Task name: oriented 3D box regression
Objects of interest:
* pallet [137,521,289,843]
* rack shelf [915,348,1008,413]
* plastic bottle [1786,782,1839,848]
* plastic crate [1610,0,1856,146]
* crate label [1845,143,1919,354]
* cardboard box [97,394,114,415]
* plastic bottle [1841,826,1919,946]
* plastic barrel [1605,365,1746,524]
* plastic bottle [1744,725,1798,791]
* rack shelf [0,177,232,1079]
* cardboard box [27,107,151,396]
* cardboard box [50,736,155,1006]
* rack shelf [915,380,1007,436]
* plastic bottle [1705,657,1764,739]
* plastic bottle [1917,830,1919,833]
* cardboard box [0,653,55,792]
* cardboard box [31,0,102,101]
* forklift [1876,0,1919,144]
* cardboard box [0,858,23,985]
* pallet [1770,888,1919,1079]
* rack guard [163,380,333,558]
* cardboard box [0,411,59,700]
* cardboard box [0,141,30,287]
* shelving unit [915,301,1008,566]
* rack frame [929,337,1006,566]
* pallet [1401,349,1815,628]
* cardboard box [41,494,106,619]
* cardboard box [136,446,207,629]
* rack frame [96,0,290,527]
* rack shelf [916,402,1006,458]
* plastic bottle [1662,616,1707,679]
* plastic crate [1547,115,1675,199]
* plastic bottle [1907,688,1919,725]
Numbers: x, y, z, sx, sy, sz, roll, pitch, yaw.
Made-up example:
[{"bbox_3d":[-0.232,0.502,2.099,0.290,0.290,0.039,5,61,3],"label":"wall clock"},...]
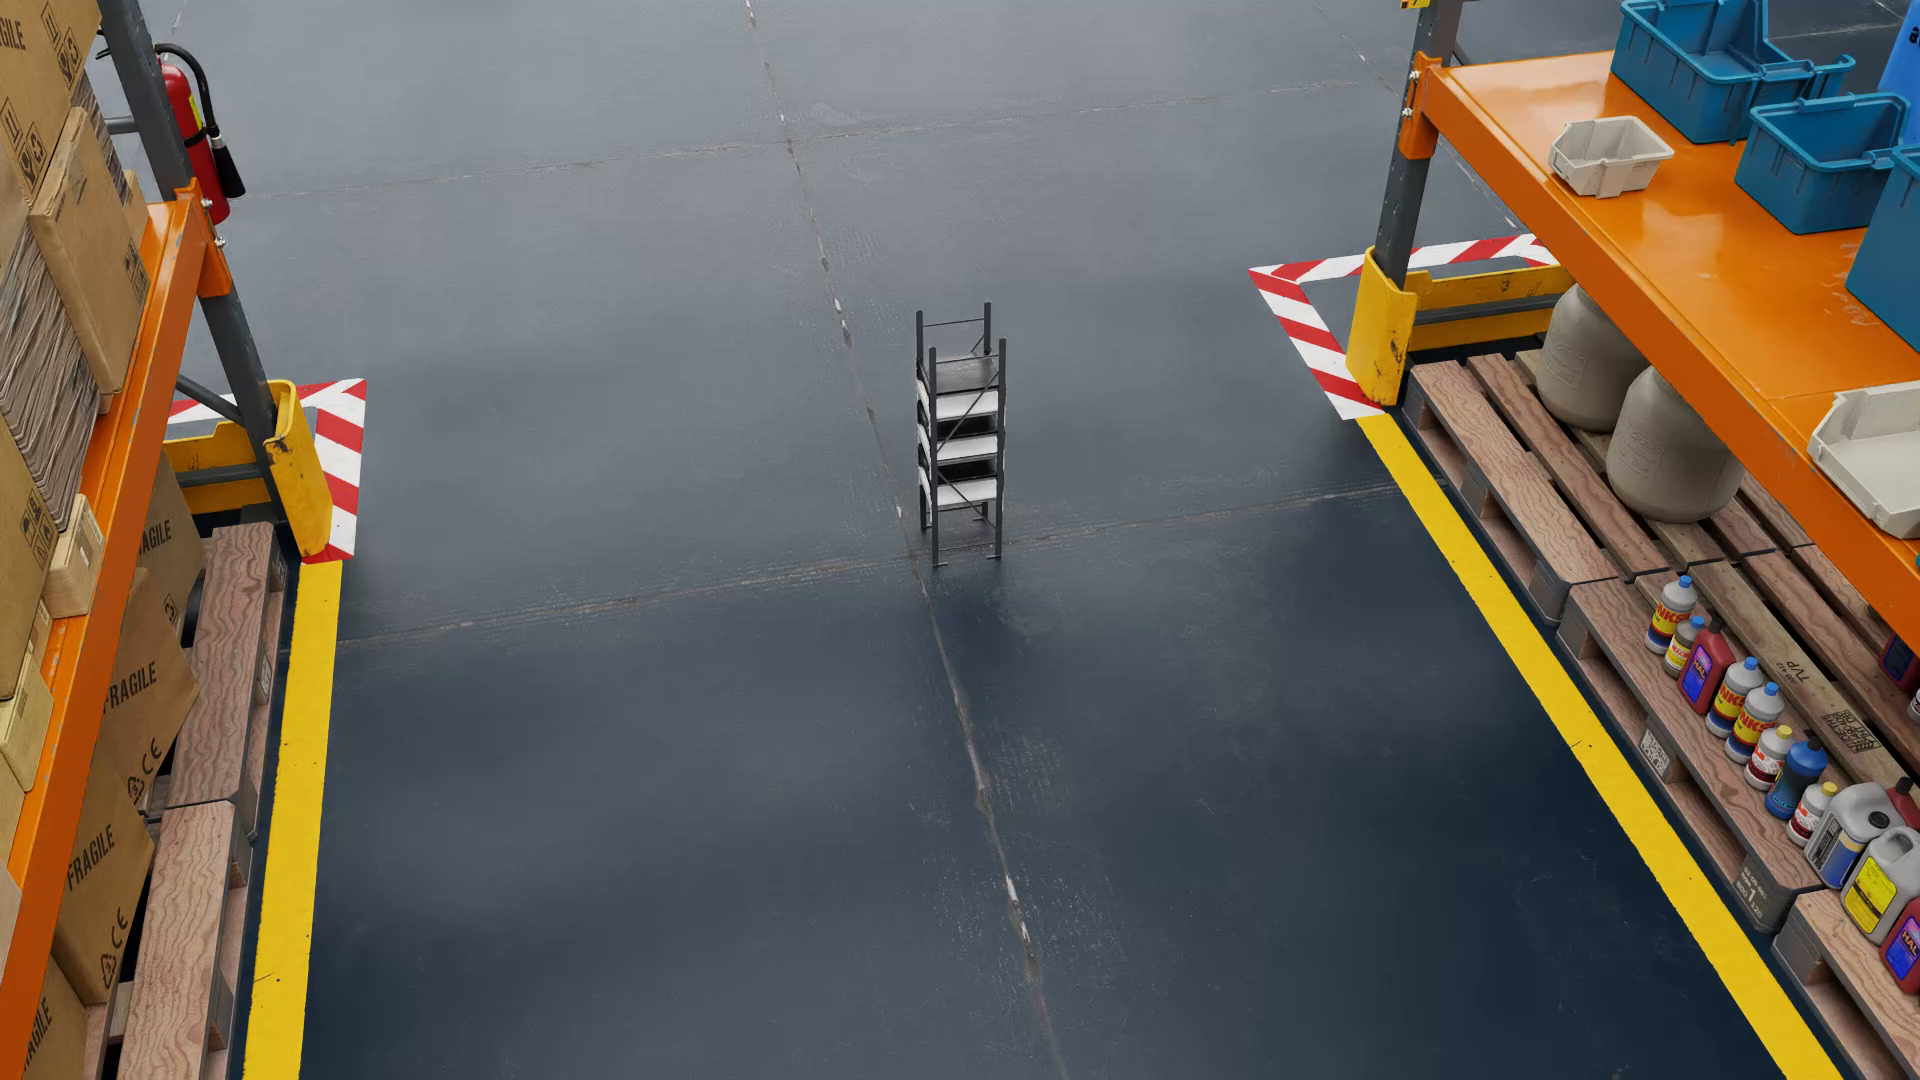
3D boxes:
[{"bbox_3d":[-2.633,0.473,5.058,1.003,0.211,1.213,-8,42,-9],"label":"pallet"},{"bbox_3d":[0.002,-0.508,5.288,0.258,0.077,0.200,-8,42,-9],"label":"rack shelf"},{"bbox_3d":[2.294,0.726,4.449,0.097,0.201,0.097,0,42,0],"label":"plastic bottle"},{"bbox_3d":[2.446,-1.523,5.319,0.499,0.251,0.616,-8,42,-9],"label":"plastic crate"},{"bbox_3d":[2.707,-0.719,4.274,0.502,0.435,0.616,-8,42,-9],"label":"crate label"},{"bbox_3d":[-2.331,-0.421,4.154,0.380,0.149,0.250,-8,42,-9],"label":"cardboard box"},{"bbox_3d":[2.378,0.849,4.199,0.144,0.351,0.185,-9,42,-10],"label":"plastic bottle"},{"bbox_3d":[2.371,-0.347,5.439,0.421,0.512,0.421,0,42,0],"label":"plastic barrel"},{"bbox_3d":[2.250,0.593,4.599,0.097,0.201,0.097,0,42,0],"label":"plastic bottle"},{"bbox_3d":[-2.359,0.415,3.565,1.077,0.370,4.000,-8,42,-9],"label":"rack shelf"},{"bbox_3d":[-2.473,-0.632,3.903,0.875,0.500,0.500,-8,42,-9],"label":"cardboard box"},{"bbox_3d":[-2.393,0.825,4.127,0.500,0.500,0.500,-5,42,-5],"label":"cardboard box"},{"bbox_3d":[0.002,-0.441,5.348,0.258,0.077,0.200,-8,42,-9],"label":"rack shelf"},{"bbox_3d":[2.207,0.437,4.722,0.097,0.271,0.097,0,42,0],"label":"plastic bottle"},{"bbox_3d":[2.472,0.842,4.256,0.061,0.283,0.133,-8,42,-9],"label":"plastic bottle"},{"bbox_3d":[-2.016,0.383,3.248,0.380,0.149,0.250,-8,42,-9],"label":"cardboard box"},{"bbox_3d":[-2.430,-1.352,3.961,0.500,0.500,0.500,-8,42,-9],"label":"cardboard box"},{"bbox_3d":[4.707,-1.657,5.409,1.130,2.935,3.031,-12,43,-13],"label":"forklift"},{"bbox_3d":[-1.879,0.703,2.888,0.380,0.149,0.250,-8,42,-9],"label":"cardboard box"},{"bbox_3d":[2.805,1.334,4.088,1.003,0.211,1.213,-8,42,-9],"label":"pallet"},{"bbox_3d":[-2.774,-0.167,5.561,1.175,0.500,0.348,-8,42,-9],"label":"rack guard"},{"bbox_3d":[-2.311,0.024,3.164,0.875,0.500,0.500,-8,42,-9],"label":"cardboard box"},{"bbox_3d":[-2.211,-0.705,3.232,0.500,0.500,0.500,-8,42,-9],"label":"cardboard box"},{"bbox_3d":[0.002,-0.331,5.445,0.258,0.900,0.210,-8,42,-9],"label":"shelving unit"},{"bbox_3d":[0.024,-0.265,5.371,0.240,0.900,0.006,-8,42,-9],"label":"rack frame"},{"bbox_3d":[2.278,-0.248,5.870,1.003,0.211,1.213,-8,42,-9],"label":"pallet"},{"bbox_3d":[-2.101,0.056,3.617,0.380,0.149,0.250,-8,42,-9],"label":"cardboard box"},{"bbox_3d":[-2.672,0.034,5.019,0.500,0.500,0.500,-1,42,-1],"label":"cardboard box"},{"bbox_3d":[-2.790,-1.151,4.787,1.000,3.000,0.127,-8,42,-9],"label":"rack frame"},{"bbox_3d":[0.002,-0.374,5.408,0.258,0.077,0.200,-8,42,-9],"label":"rack shelf"},{"bbox_3d":[2.155,0.308,4.919,0.097,0.201,0.097,0,42,0],"label":"plastic bottle"},{"bbox_3d":[1.925,-1.136,4.969,0.298,0.136,0.250,-8,42,-9],"label":"plastic crate"},{"bbox_3d":[2.810,0.436,4.775,0.097,0.201,0.097,0,42,0],"label":"plastic bottle"}]
